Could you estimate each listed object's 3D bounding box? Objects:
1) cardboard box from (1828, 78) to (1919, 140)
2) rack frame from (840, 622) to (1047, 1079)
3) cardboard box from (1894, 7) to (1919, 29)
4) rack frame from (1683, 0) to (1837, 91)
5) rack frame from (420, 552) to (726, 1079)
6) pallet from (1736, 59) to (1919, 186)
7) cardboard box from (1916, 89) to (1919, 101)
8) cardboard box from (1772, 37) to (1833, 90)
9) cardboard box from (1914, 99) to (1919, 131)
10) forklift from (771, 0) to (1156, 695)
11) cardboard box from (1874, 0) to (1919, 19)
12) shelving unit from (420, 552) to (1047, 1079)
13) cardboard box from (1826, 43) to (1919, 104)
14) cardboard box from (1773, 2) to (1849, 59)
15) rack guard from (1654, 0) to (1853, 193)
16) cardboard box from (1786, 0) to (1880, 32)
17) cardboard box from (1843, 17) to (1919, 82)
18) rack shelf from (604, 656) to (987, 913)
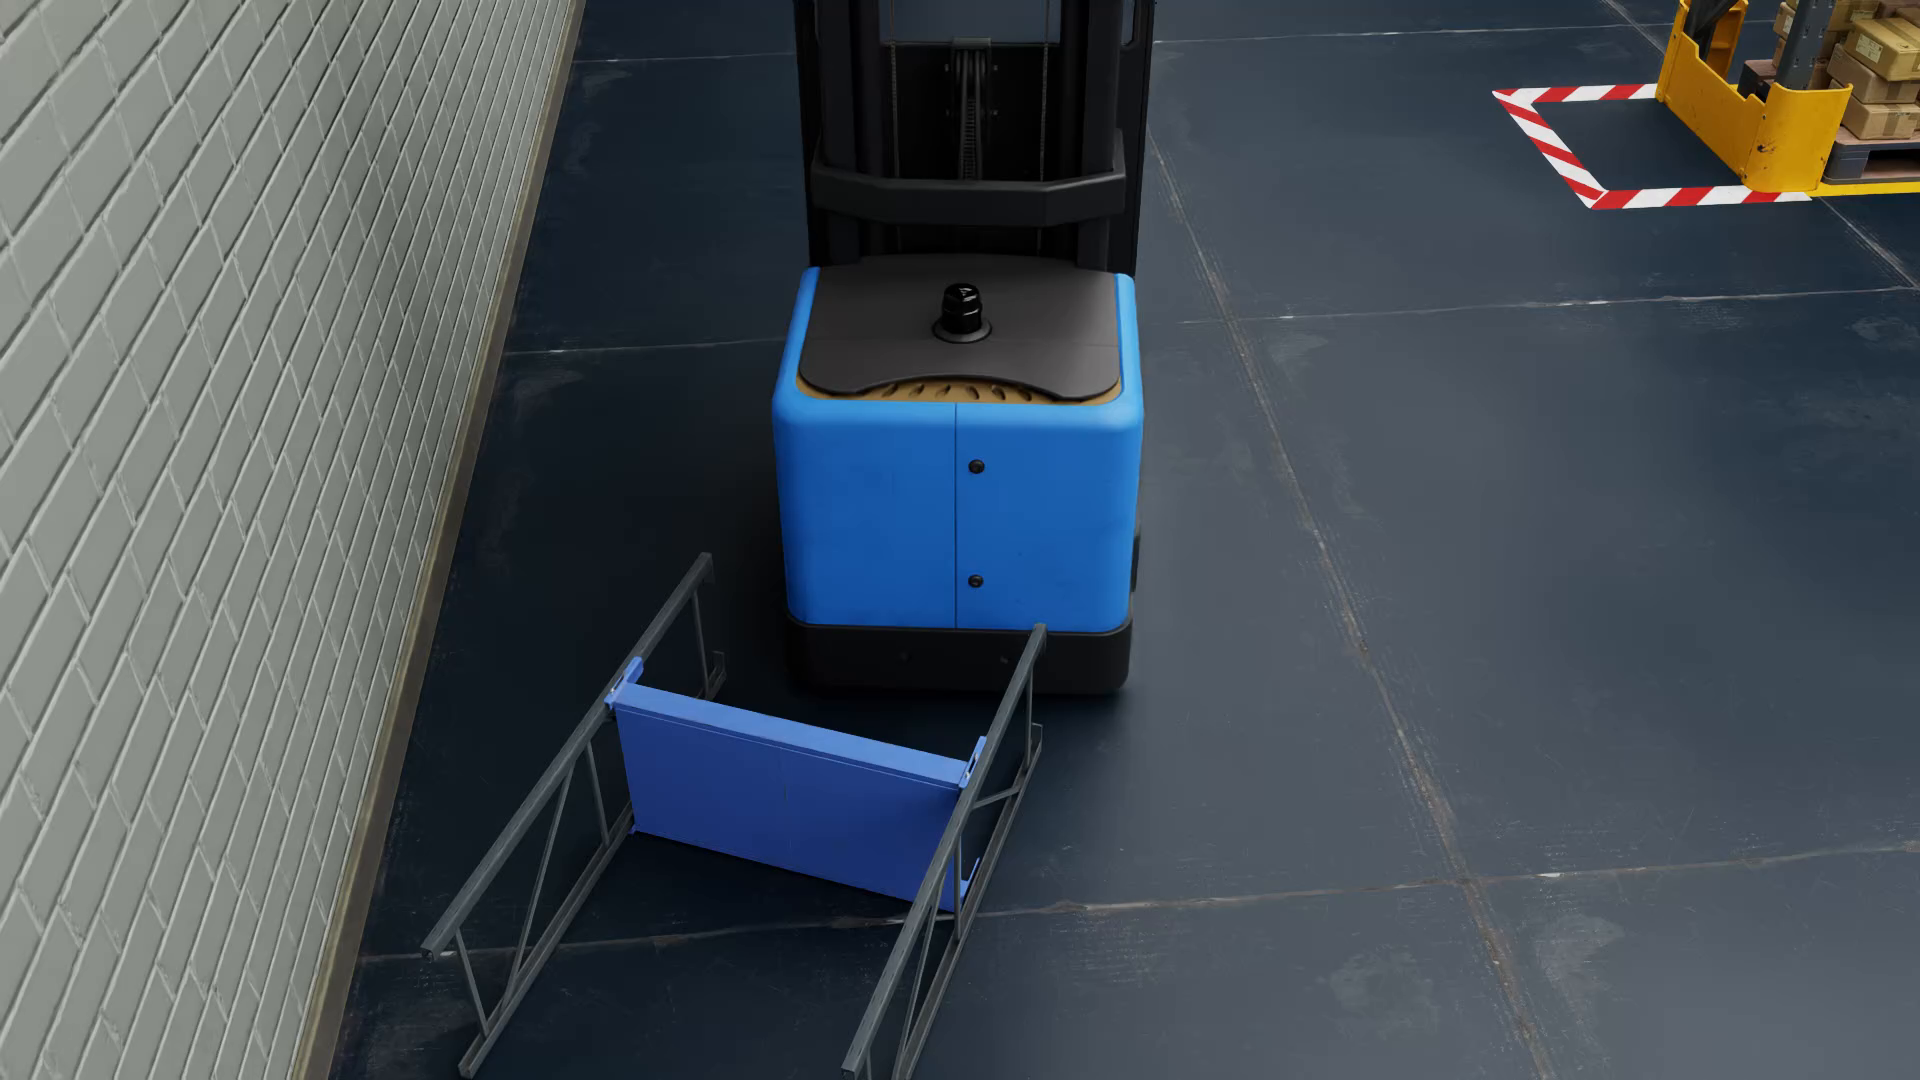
[{"bbox_3d":[4.320,-2.048,7.886,0.250,0.149,0.380,-2,38,-3],"label":"cardboard box"},{"bbox_3d":[-0.006,0.869,4.214,0.032,0.500,1.500,11,40,14],"label":"rack frame"},{"bbox_3d":[4.586,-2.359,7.800,0.250,0.149,0.380,-2,38,-3],"label":"cardboard box"},{"bbox_3d":[3.770,-3.171,7.347,0.127,3.000,1.000,-3,38,-4],"label":"rack frame"},{"bbox_3d":[-0.973,0.675,4.460,0.032,0.500,1.500,11,40,14],"label":"rack frame"},{"bbox_3d":[4.658,-2.103,8.245,1.213,0.211,1.003,-3,38,-4],"label":"pallet"},{"bbox_3d":[4.592,-2.184,7.819,0.250,0.149,0.380,-3,38,-4],"label":"cardboard box"},{"bbox_3d":[4.276,-2.374,8.300,0.250,0.149,0.380,-3,38,-3],"label":"cardboard box"},{"bbox_3d":[4.573,-2.113,7.968,0.250,0.149,0.380,-3,38,-4],"label":"cardboard box"},{"bbox_3d":[0.054,-1.573,5.378,1.130,2.935,3.031,2,38,2],"label":"forklift"},{"bbox_3d":[4.530,-2.614,8.123,0.250,0.149,0.380,-2,38,-3],"label":"cardboard box"},{"bbox_3d":[-0.489,0.772,4.337,1.048,0.538,1.500,11,40,14],"label":"shelving unit"},{"bbox_3d":[4.314,-2.204,7.844,0.250,0.149,0.380,-2,38,-2],"label":"cardboard box"},{"bbox_3d":[4.270,-2.538,8.268,0.250,0.149,0.380,-4,38,-5],"label":"cardboard box"},{"bbox_3d":[3.845,-2.194,8.127,0.348,0.500,1.175,-3,38,-4],"label":"rack guard"},{"bbox_3d":[4.275,-2.635,8.151,0.250,0.149,0.380,-3,38,-3],"label":"cardboard box"},{"bbox_3d":[4.322,-2.269,7.687,0.250,0.149,0.380,-5,39,-6],"label":"cardboard box"},{"bbox_3d":[-0.434,0.666,4.471,1.000,0.538,0.185,11,40,14],"label":"rack shelf"}]
